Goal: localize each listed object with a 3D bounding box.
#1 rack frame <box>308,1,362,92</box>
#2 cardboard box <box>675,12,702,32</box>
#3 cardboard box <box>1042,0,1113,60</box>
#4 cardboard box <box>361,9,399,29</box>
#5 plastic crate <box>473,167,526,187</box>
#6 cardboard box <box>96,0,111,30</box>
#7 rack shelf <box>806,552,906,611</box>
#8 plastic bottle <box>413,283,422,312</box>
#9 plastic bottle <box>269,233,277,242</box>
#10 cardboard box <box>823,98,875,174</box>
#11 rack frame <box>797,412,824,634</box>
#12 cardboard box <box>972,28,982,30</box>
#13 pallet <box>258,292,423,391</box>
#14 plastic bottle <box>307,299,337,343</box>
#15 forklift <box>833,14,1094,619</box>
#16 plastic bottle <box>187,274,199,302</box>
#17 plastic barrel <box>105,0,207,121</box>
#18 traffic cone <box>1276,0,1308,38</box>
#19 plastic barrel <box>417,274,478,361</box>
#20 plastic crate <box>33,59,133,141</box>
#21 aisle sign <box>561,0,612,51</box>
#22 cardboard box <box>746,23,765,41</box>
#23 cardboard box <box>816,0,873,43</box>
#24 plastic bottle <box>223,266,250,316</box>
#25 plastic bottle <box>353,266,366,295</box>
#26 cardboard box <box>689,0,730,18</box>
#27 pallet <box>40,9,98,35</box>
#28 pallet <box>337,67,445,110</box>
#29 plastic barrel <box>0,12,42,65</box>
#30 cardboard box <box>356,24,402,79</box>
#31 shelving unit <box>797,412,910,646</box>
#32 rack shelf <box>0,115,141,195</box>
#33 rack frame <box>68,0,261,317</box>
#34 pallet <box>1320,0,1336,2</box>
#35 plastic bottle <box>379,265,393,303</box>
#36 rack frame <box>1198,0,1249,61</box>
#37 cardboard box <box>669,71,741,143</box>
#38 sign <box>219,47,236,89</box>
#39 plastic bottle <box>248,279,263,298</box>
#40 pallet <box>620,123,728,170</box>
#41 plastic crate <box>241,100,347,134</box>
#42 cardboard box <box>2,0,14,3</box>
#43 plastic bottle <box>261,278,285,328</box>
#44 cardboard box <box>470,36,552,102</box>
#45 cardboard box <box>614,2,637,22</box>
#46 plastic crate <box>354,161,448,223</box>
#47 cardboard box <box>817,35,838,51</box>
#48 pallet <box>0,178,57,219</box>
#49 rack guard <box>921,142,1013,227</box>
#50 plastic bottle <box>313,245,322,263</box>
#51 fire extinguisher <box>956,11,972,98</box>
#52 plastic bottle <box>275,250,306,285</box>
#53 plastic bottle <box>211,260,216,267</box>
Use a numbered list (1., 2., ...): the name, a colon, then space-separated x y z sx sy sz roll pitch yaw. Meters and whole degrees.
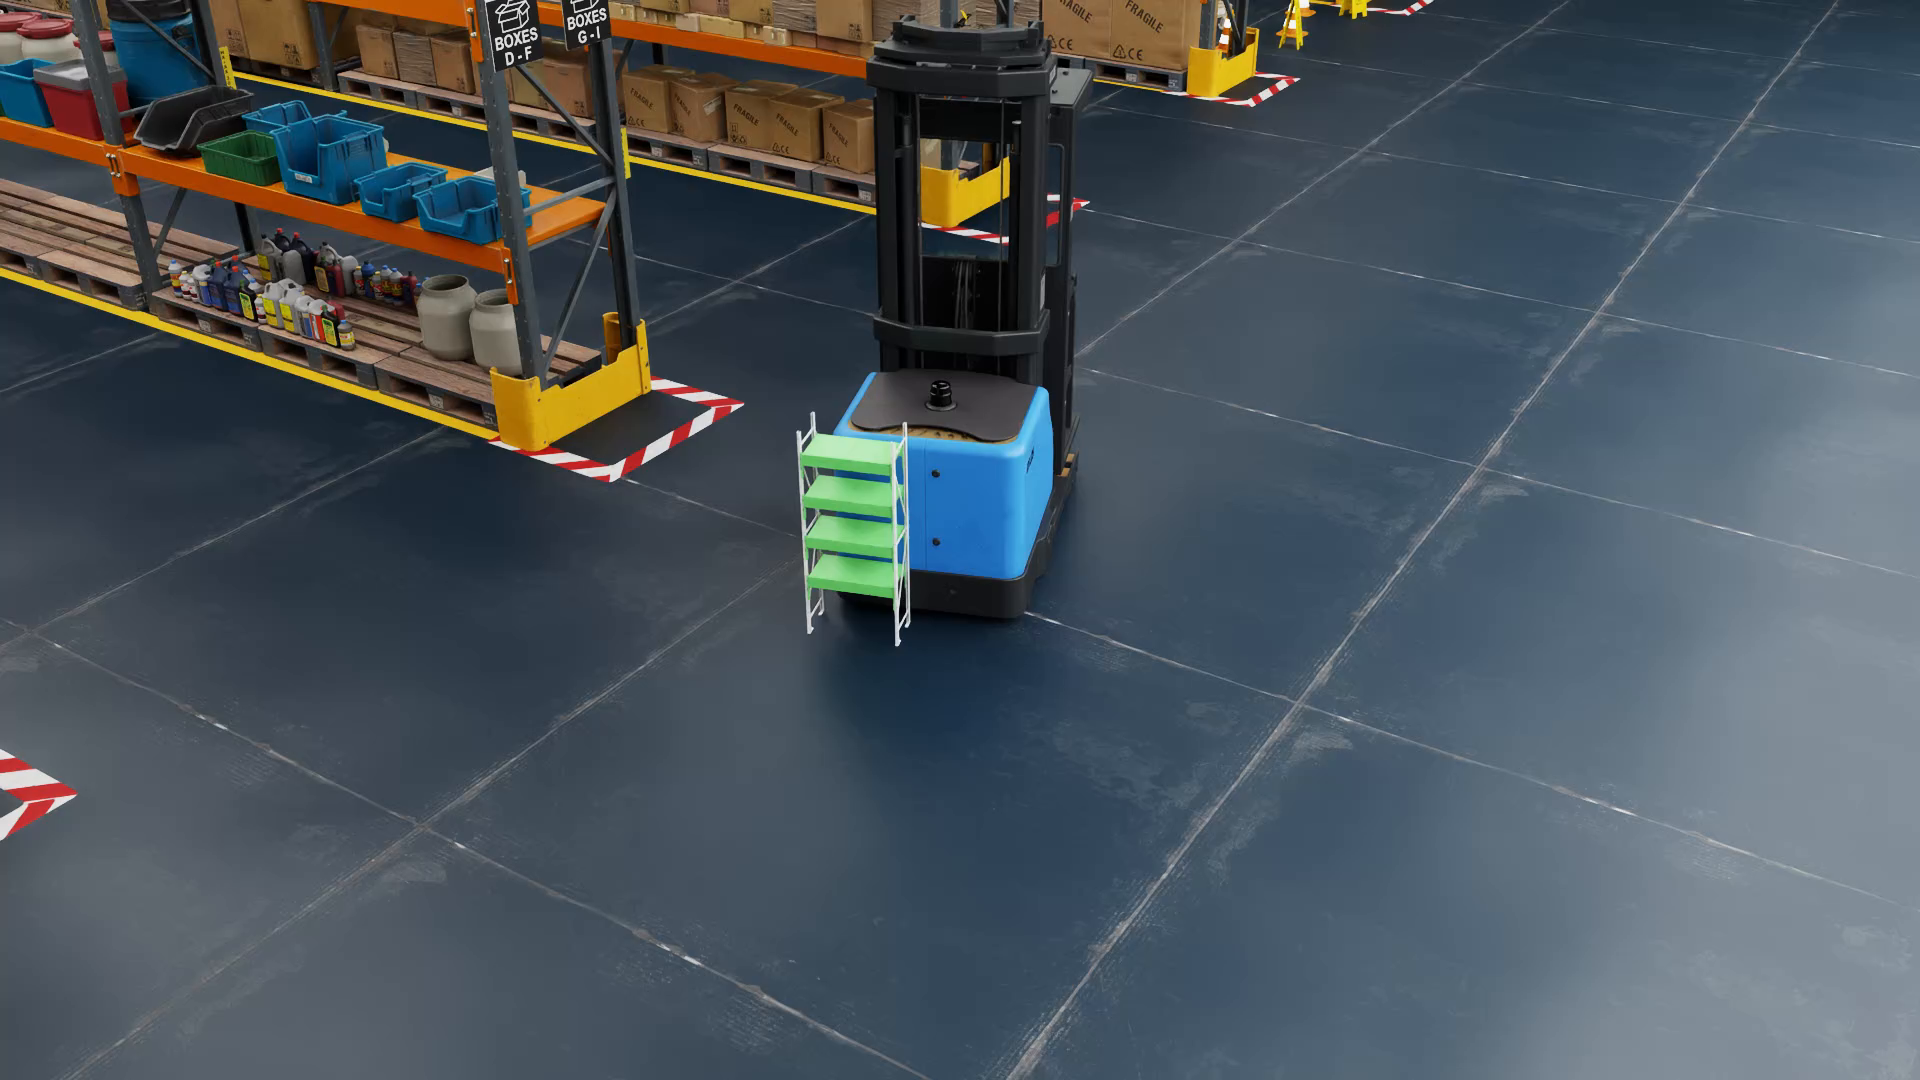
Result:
1. rack frame: -6.626 -6.404 17.751 0.127 3.000 1.000 18 35 27
2. cardboard box: -2.378 -4.763 15.187 0.250 0.149 0.380 18 35 27
3. cardboard box: 1.516 -6.003 18.755 0.875 0.875 0.875 17 34 27
4. cardboard box: -6.043 -5.672 17.796 0.500 0.250 0.500 19 35 29
5. plastic crate: -3.070 -2.411 11.167 0.250 0.136 0.298 18 35 27
6. cardboard box: -9.461 -6.577 19.738 0.875 0.875 1.225 18 35 27
7. rack shelf: -0.542 0.217 8.791 0.480 0.148 0.258 7 31 12
8. plastic bottle: -3.941 -1.775 12.156 0.097 0.201 0.097 0 30 0
9. plastic bottle: -5.289 -2.248 12.885 0.133 0.283 0.061 19 35 30
10. cardboard box: -0.895 -3.683 15.150 0.500 0.500 0.500 -25 38 -36
11. rack frame: -0.778 -0.076 8.689 0.015 1.200 0.240 7 31 12
12. cardboard box: 0.035 -4.331 14.446 0.250 0.149 0.380 18 35 27
13. pallet: -4.287 -1.490 12.095 1.213 0.211 1.003 18 35 27
14. plastic bottle: -4.471 -1.545 11.688 0.135 0.276 0.152 18 35 28
15. forklift: 0.128 -1.574 9.540 1.130 2.935 3.031 6 31 10
16. plastic bottle: -5.662 -1.873 12.325 0.097 0.201 0.097 0 30 0
17. plastic barrel: -6.038 -3.668 12.564 0.708 0.901 0.600 18 35 27
18. traffic cone: 4.066 -6.395 20.252 0.334 0.463 0.336 18 35 27
19. plastic barrel: -3.506 -1.532 11.452 0.421 0.512 0.421 0 30 0
20. plastic crate: -6.444 -3.246 12.273 0.583 0.464 0.402 18 35 27
21. aisle sign: -2.267 -3.376 9.980 0.004 0.787 0.394 18 35 27
22. cardboard box: -1.703 -4.595 14.898 0.250 0.149 0.380 18 35 27
23. cardboard box: -0.789 -4.675 14.392 0.500 0.500 0.875 18 35 27
24. plastic bottle: -5.248 -1.821 12.087 0.185 0.351 0.144 16 34 25
25. plastic bottle: -4.487 -1.948 12.452 0.097 0.201 0.097 0 30 0
26. cardboard box: -2.008 -5.118 15.151 0.500 0.500 0.875 18 35 27
27. pallet: -10.617 -6.509 20.697 1.213 0.211 1.003 18 35 27
28. pallet: -5.965 -4.990 18.094 1.213 0.211 1.003 18 35 27
29. plastic barrel: -7.553 -3.940 13.392 0.433 0.535 0.433 0 30 0
30. cardboard box: -6.048 -5.344 17.977 0.500 0.500 0.700 16 34 25
31. shelving unit: -0.542 -0.046 8.637 0.503 1.200 0.258 7 31 12
32. rack shelf: -7.565 -3.444 13.391 4.000 0.370 1.077 18 35 27
33. rack frame: -5.871 -3.219 12.291 0.127 3.000 1.000 18 35 27
34. pallet: 4.684 -7.539 22.464 1.213 0.211 1.003 18 35 27
35. plastic bottle: -4.229 -1.896 12.295 0.097 0.271 0.097 0 30 0
36. rack frame: 2.872 -6.351 17.660 0.127 3.000 1.000 18 35 27
37. cardboard box: -2.432 -4.160 15.968 0.500 0.500 0.500 -23 37 -33
38. sign: -5.570 -3.570 12.619 0.005 0.325 0.100 18 35 27
39. plastic bottle: -5.104 -1.763 12.066 0.097 0.271 0.097 0 30 0
40. pallet: -2.651 -3.964 16.334 1.213 0.211 1.003 18 35 27
41. plastic crate: -4.790 -2.974 12.019 0.616 0.251 0.499 18 35 27
42. cardboard box: -12.047 -7.430 21.201 0.875 0.875 0.875 18 35 27
43. plastic bottle: -4.888 -1.707 11.891 0.185 0.351 0.144 17 34 27
44. cardboard box: -4.615 -4.902 17.220 0.500 0.500 0.700 14 33 23
45. cardboard box: -3.011 -4.966 15.535 0.250 0.149 0.380 18 35 27
46. plastic crate: -3.614 -2.266 10.805 0.408 0.251 0.499 18 35 27
47. cardboard box: -1.045 -4.411 14.584 0.250 0.149 0.380 18 35 27
48. pallet: -8.624 -2.862 14.446 1.213 0.211 1.003 18 35 27
49. rack guard: 0.085 -3.202 14.742 0.348 0.500 1.175 18 35 27
50. plastic bottle: -4.850 -2.109 12.647 0.133 0.283 0.061 20 36 31
51. fire extinguisher: 0.002 -4.001 13.707 0.183 0.674 0.296 18 35 27
52. plastic bottle: -5.068 -2.062 12.573 0.135 0.276 0.152 18 35 27
53. plastic bottle: -5.490 -1.934 12.347 0.133 0.283 0.061 18 35 27
